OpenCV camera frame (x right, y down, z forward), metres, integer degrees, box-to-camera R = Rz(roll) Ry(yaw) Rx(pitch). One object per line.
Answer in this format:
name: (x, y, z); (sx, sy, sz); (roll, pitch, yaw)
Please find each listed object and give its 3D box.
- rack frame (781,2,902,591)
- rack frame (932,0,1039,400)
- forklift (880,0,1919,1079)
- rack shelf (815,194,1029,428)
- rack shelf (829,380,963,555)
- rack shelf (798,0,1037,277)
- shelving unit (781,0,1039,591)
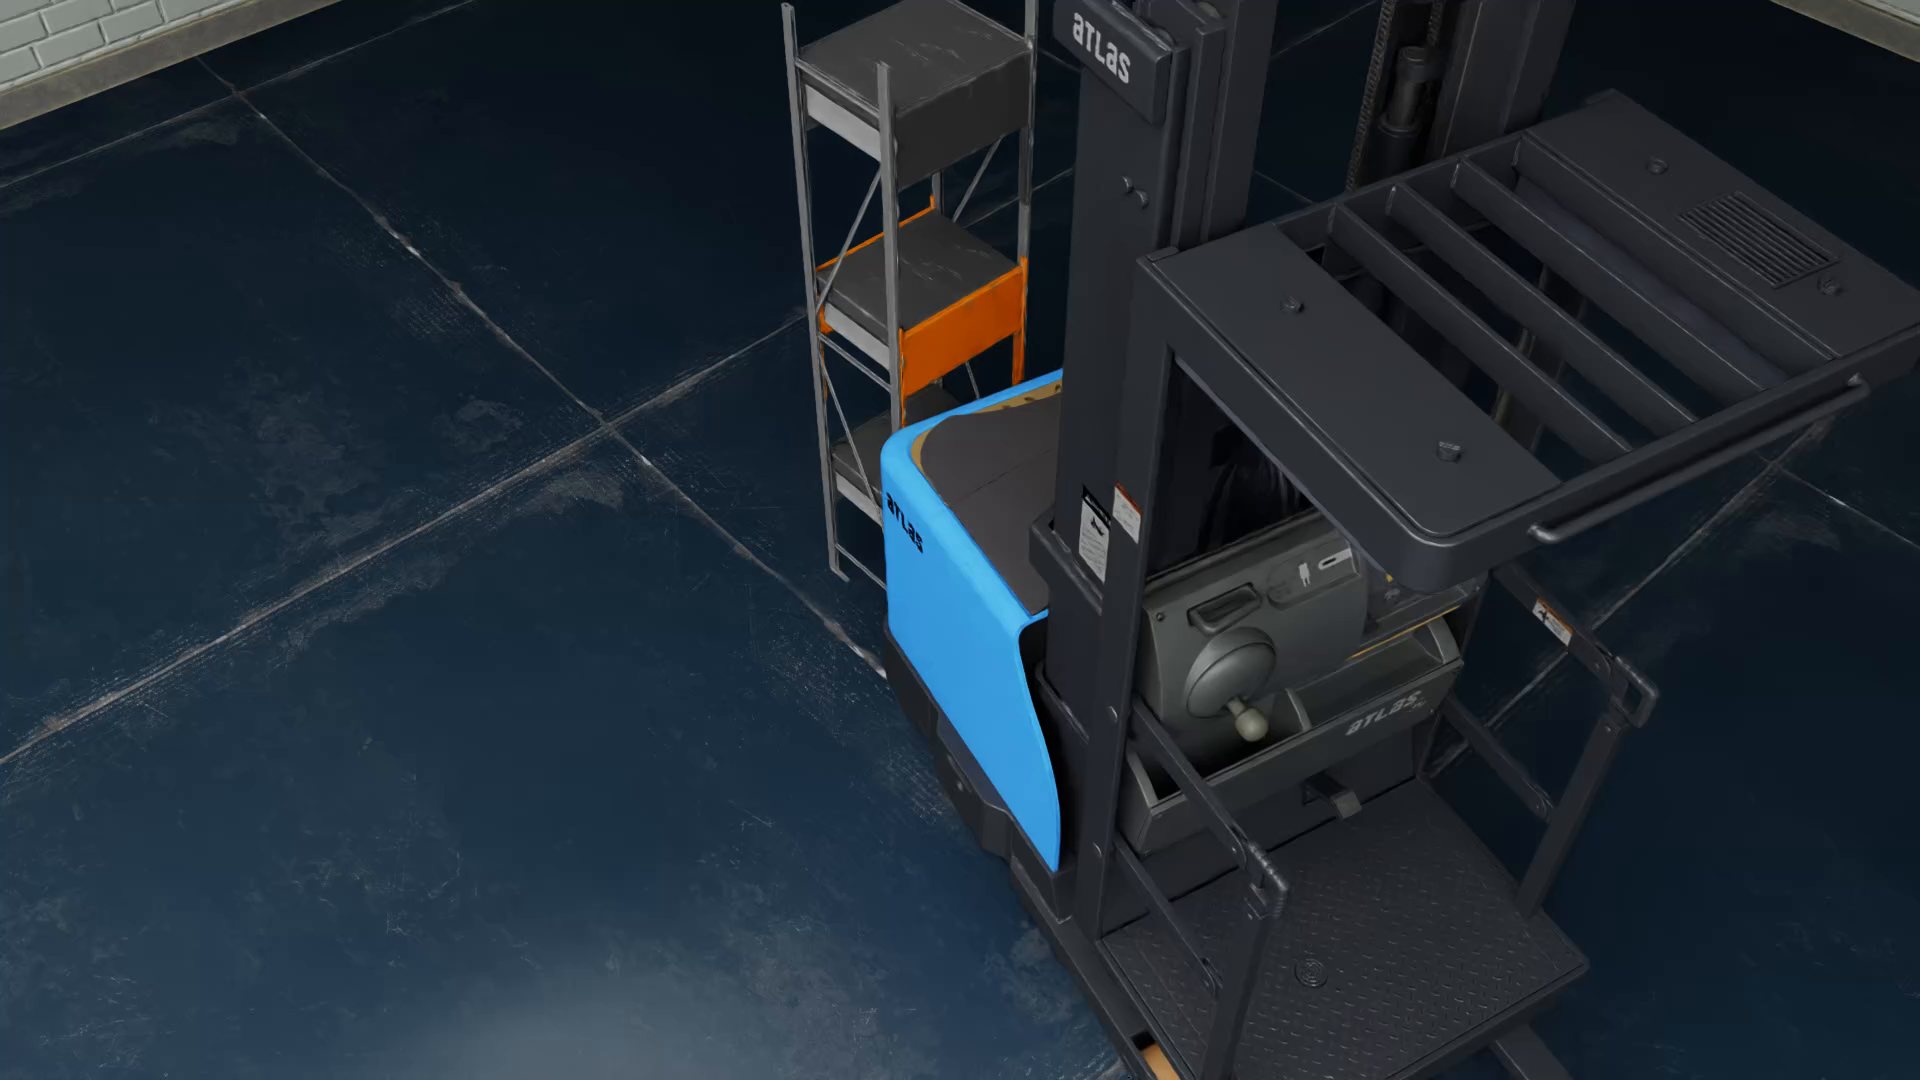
rack frame: (-0.303, -0.510, 4.791); (0.015, 2.100, 0.400); (-34, 56, -27)
rack frame: (0.058, -0.751, 5.014); (0.015, 2.100, 0.400); (-34, 56, -27)
forklift: (0.918, 0.226, 3.547); (1.130, 2.935, 3.031); (-22, 51, -19)
rack shelf: (-0.122, -0.621, 4.913); (0.480, 0.518, 0.431); (-34, 56, -27)
rack shelf: (-0.122, -0.146, 5.427); (0.480, 0.518, 0.431); (-34, 56, -27)
rack shelf: (-0.122, -1.096, 4.398); (0.480, 0.518, 0.431); (-34, 56, -27)
shelving unit: (-0.122, -0.630, 4.903); (0.503, 2.100, 0.431); (-34, 56, -27)
